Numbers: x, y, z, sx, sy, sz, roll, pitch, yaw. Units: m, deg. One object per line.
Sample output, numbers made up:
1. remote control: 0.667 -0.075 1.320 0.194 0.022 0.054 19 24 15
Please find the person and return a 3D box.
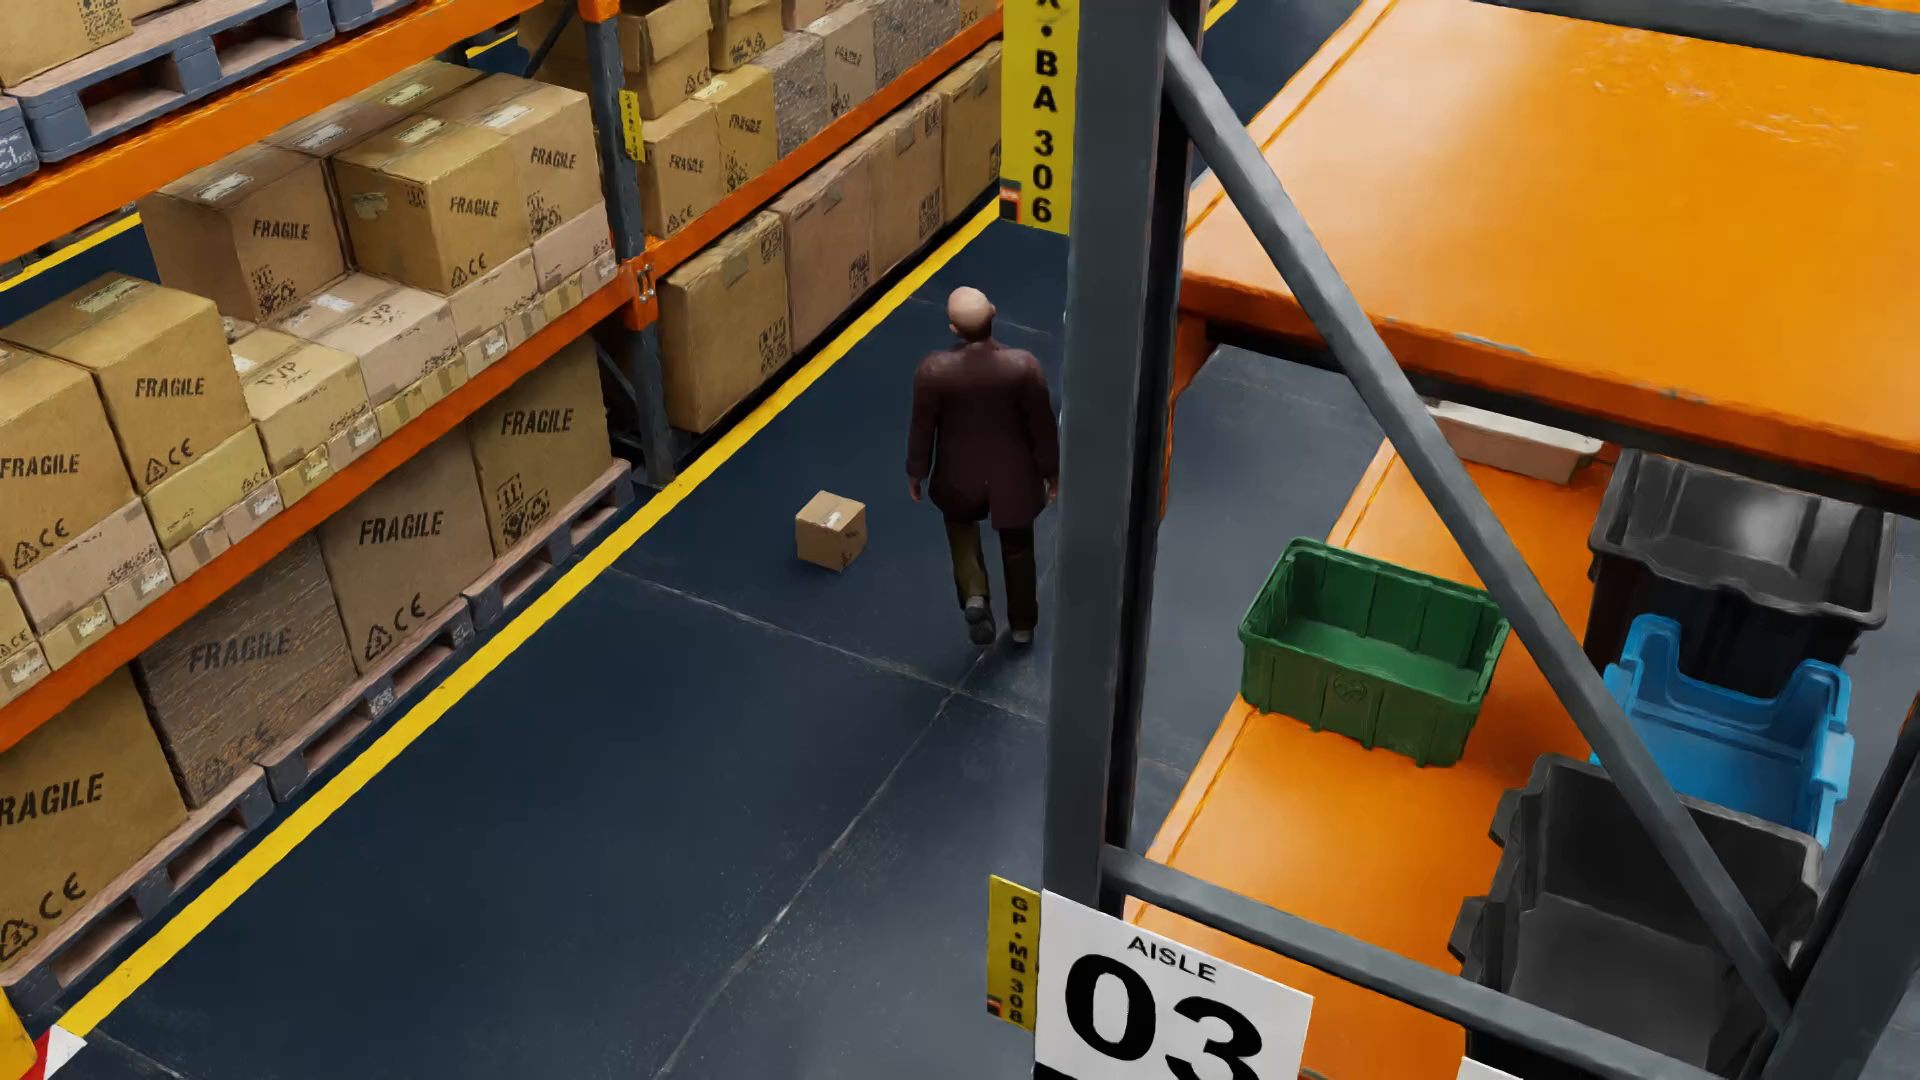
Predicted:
1. person: 0.103 -0.280 7.114 0.676 1.771 0.572 2 37 2
